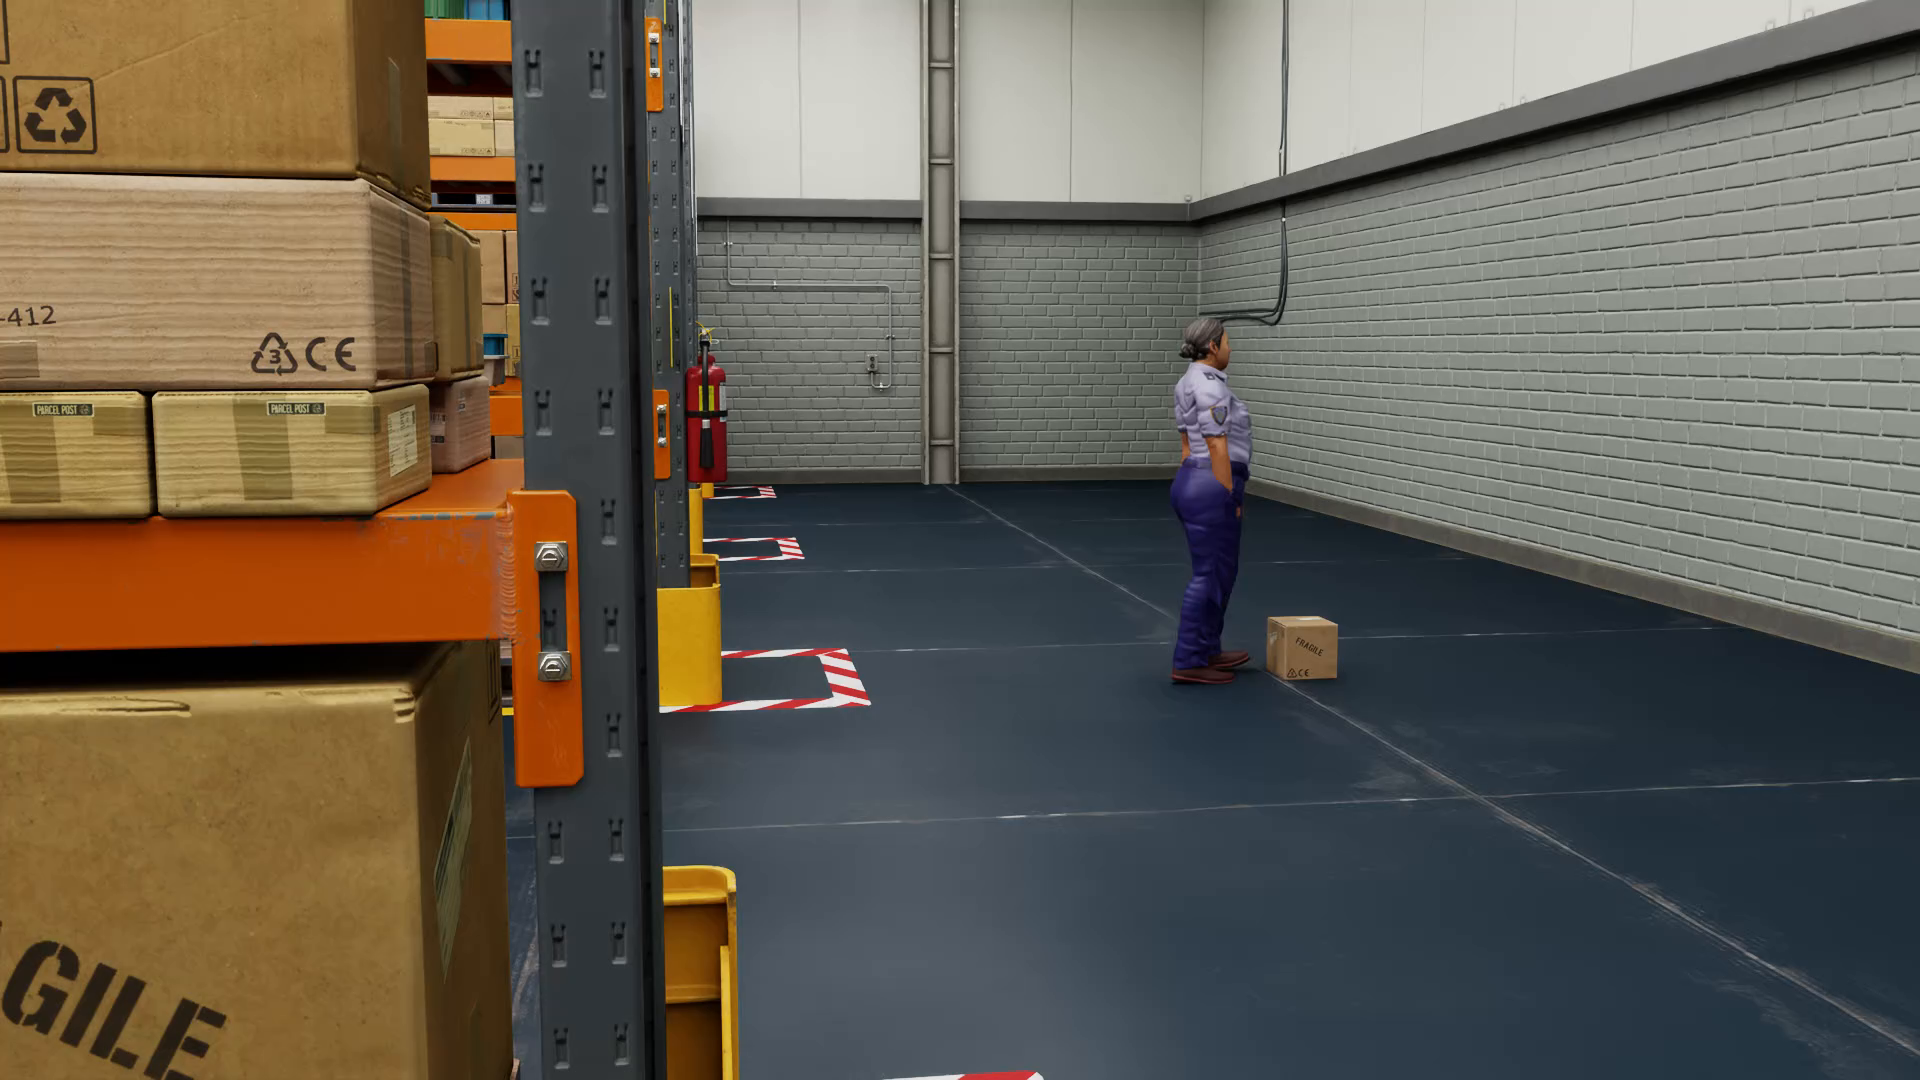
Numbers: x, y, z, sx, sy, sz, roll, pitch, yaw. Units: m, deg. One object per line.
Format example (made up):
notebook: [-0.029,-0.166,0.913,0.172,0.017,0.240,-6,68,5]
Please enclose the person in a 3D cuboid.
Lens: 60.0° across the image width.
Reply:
person: [1.153,-0.182,7.550,0.438,1.646,0.469,-1,7,-6]
